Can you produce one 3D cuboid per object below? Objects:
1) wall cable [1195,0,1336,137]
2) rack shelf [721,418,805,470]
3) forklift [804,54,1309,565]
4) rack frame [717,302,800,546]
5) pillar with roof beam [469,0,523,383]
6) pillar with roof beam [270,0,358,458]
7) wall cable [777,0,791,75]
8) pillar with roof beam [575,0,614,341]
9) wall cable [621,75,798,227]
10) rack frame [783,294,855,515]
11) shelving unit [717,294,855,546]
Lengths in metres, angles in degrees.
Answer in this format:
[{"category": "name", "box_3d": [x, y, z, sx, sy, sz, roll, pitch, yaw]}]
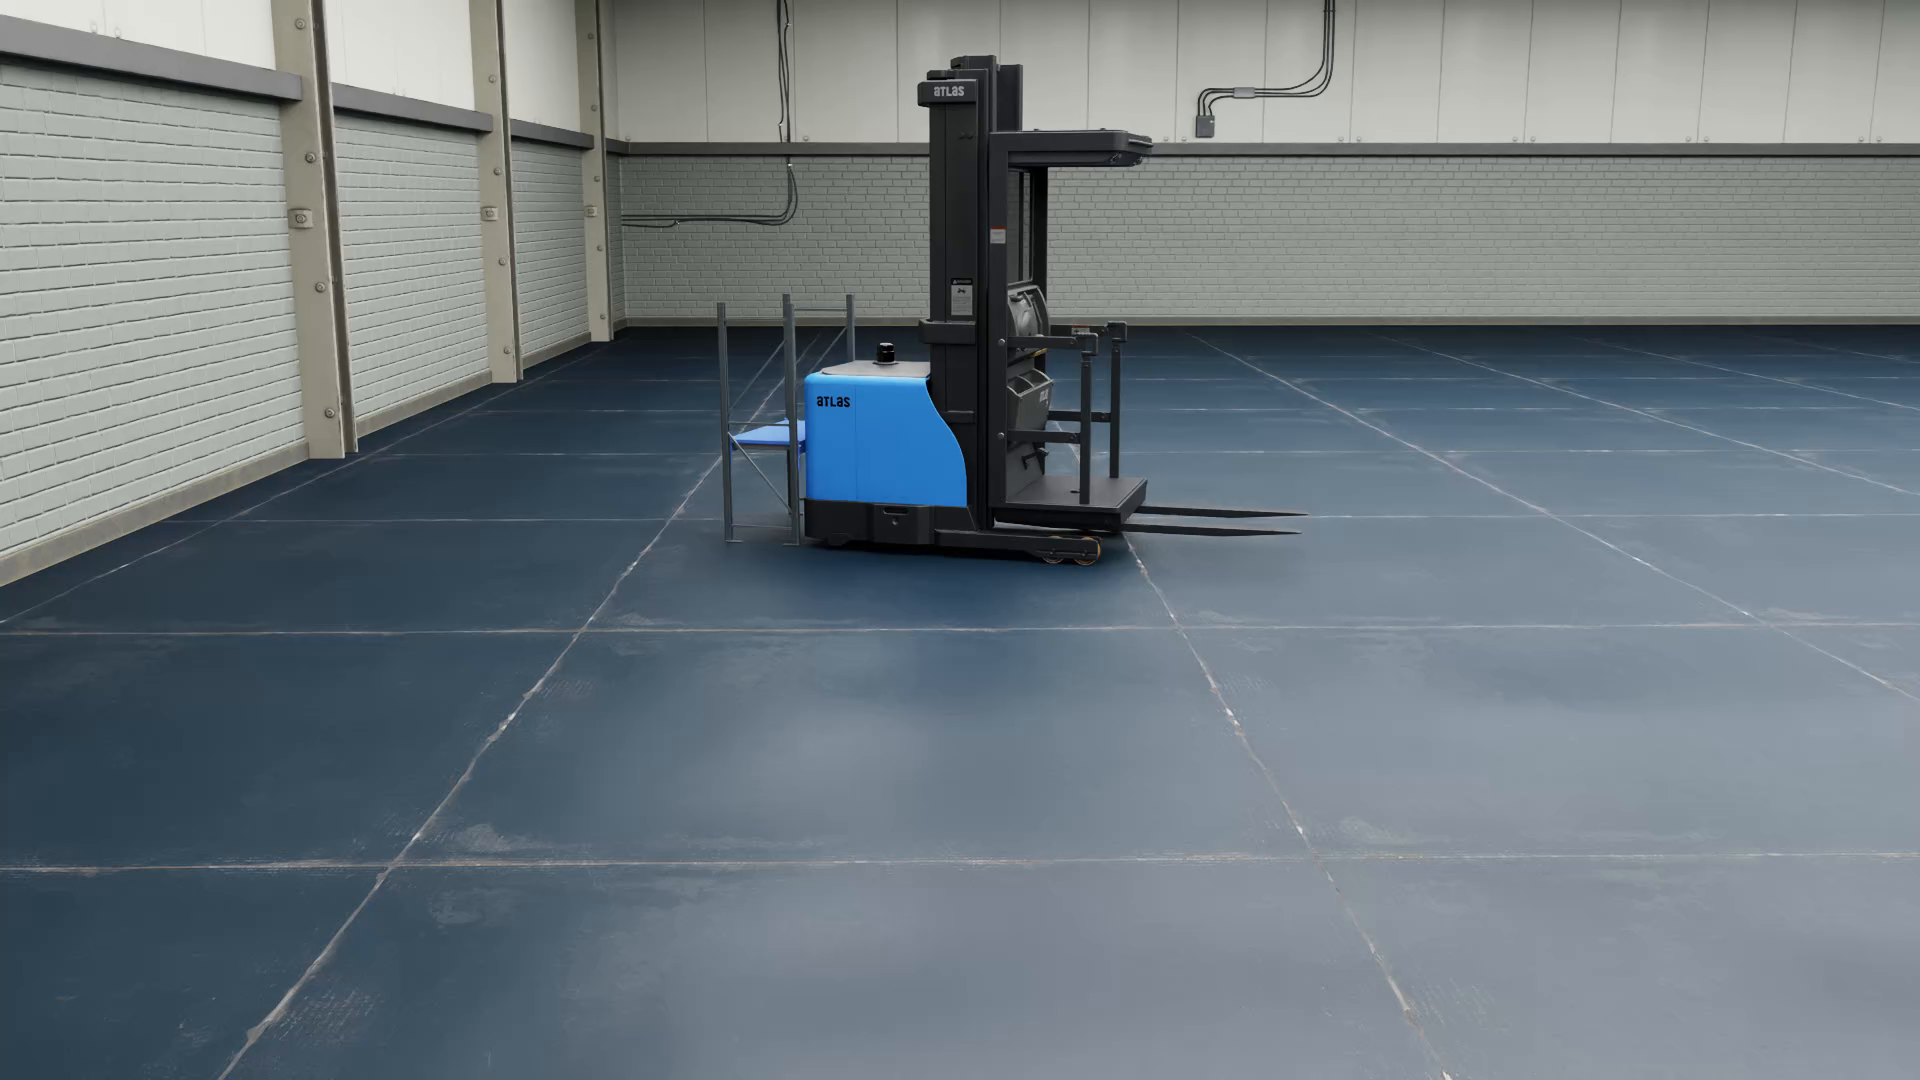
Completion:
[{"category": "wall cable", "box_3d": [5.173, -9.813, 27.740, 2.305, 6.003, 0.169, 0, 11, -1]}, {"category": "rack shelf", "box_3d": [-1.092, -0.633, 10.801, 0.538, 0.185, 1.000, 3, 12, 17]}, {"category": "forklift", "box_3d": [0.608, -1.403, 10.105, 3.031, 2.935, 1.130, 3, 12, 15]}, {"category": "rack frame", "box_3d": [-1.244, -0.712, 10.289, 0.500, 1.500, 0.032, 3, 12, 17]}, {"category": "pillar with roof beam", "box_3d": [-1.152, -6.344, 19.196, 9.100, 9.000, 0.400, 0, 11, -1]}, {"category": "pillar with roof beam", "box_3d": [-1.028, -5.151, 13.317, 9.100, 9.000, 0.400, 0, 11, -1]}, {"category": "wall cable", "box_3d": [-1.614, -9.074, 27.763, 3.097, 2.526, 0.112, 0, 11, -1]}, {"category": "pillar with roof beam", "box_3d": [-1.276, -7.537, 25.075, 9.100, 9.000, 0.400, 0, 11, -1]}, {"category": "wall cable", "box_3d": [-4.319, -6.588, 28.210, 3.097, 2.526, 0.112, 0, 11, -1]}, {"category": "rack frame", "box_3d": [-0.943, -0.905, 11.241, 0.500, 1.500, 0.032, 3, 12, 17]}, {"category": "shelving unit", "box_3d": [-1.093, -0.809, 10.765, 0.538, 1.500, 1.048, 3, 12, 17]}]
